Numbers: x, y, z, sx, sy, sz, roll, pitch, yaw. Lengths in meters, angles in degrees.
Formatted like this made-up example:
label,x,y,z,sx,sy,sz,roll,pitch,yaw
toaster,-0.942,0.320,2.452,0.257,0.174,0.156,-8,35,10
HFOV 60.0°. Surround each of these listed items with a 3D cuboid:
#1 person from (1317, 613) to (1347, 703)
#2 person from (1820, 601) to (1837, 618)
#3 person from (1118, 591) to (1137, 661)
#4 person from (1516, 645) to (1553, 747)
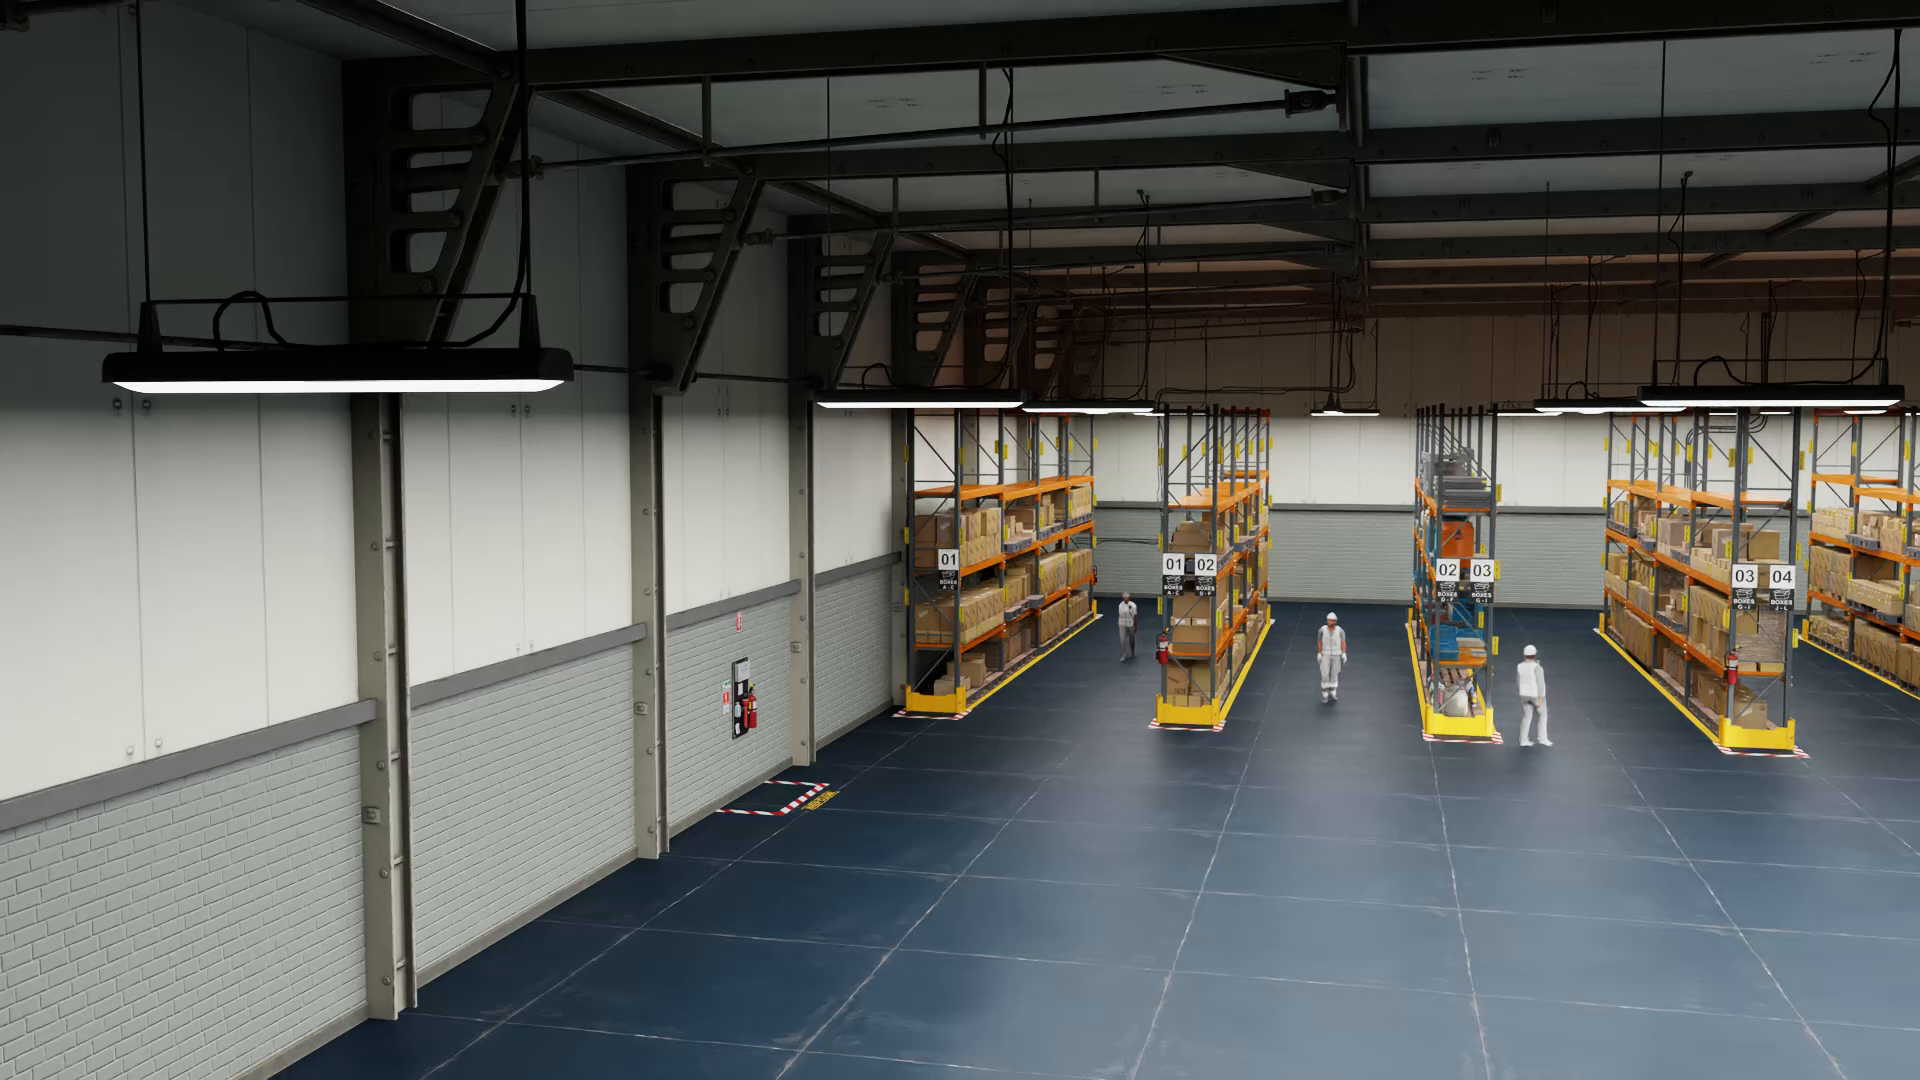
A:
label,x,y,z,sx,sy,sz,roll,pitch,yaw
person,7.545,2.396,33.727,0.584,1.848,0.511,1,4,12
person,23.382,1.646,44.692,0.881,1.617,0.438,-1,4,-13
person,3.984,2.018,39.428,0.455,1.639,0.835,1,4,11
person,10.054,2.723,29.145,0.635,1.785,0.560,-4,6,-41
